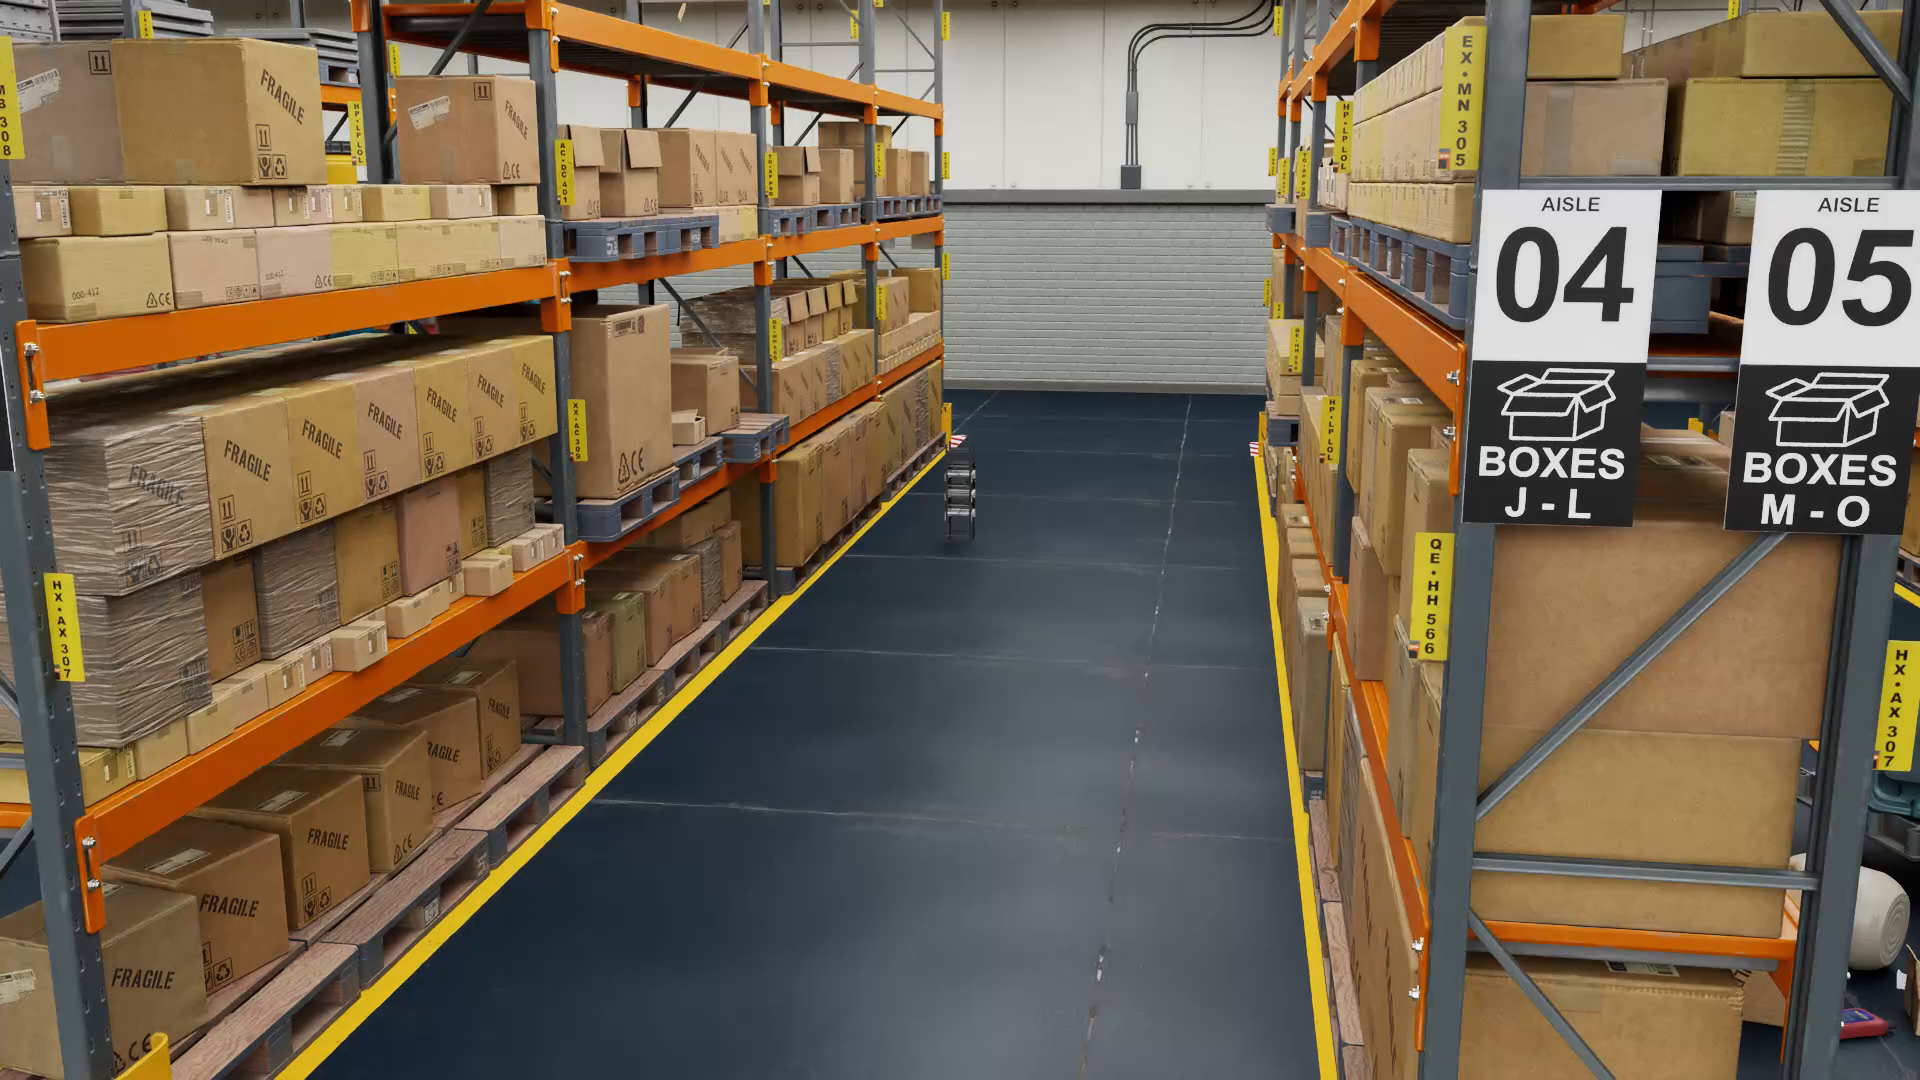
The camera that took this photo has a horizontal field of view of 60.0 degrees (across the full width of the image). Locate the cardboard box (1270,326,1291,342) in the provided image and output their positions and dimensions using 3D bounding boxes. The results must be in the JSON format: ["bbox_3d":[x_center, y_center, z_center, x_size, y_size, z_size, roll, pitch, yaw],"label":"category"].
[{"bbox_3d":[2.927,-1.796,14.652,0.380,0.149,0.250,2,12,8],"label":"cardboard box"}]

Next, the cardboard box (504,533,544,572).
[{"bbox_3d":[-2.344,0.059,8.453,0.380,0.149,0.250,2,12,9],"label":"cardboard box"}]

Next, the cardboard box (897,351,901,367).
[{"bbox_3d":[-0.830,-1.928,17.670,0.380,0.149,0.250,2,12,7],"label":"cardboard box"}]

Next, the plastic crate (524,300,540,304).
[{"bbox_3d":[-5.469,-2.799,20.892,0.616,0.435,0.499,2,12,9],"label":"plastic crate"}]

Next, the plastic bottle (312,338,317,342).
[{"bbox_3d":[-6.598,-1.900,17.065,0.144,0.351,0.185,2,12,9],"label":"plastic bottle"}]

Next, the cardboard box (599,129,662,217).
[{"bbox_3d":[-2.239,-2.183,9.896,0.797,0.503,0.637,2,12,11],"label":"cardboard box"}]

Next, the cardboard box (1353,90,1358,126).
[{"bbox_3d":[1.940,-1.911,7.346,0.380,0.149,0.250,2,12,9],"label":"cardboard box"}]

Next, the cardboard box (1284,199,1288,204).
[{"bbox_3d":[3.371,-3.157,16.017,0.500,0.250,0.500,2,12,10],"label":"cardboard box"}]

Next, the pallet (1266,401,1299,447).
[{"bbox_3d":[2.951,-0.879,12.663,1.213,0.211,1.003,2,12,9],"label":"pallet"}]

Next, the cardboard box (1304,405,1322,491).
[{"bbox_3d":[2.458,-0.574,10.556,0.500,0.500,0.500,2,12,9],"label":"cardboard box"}]

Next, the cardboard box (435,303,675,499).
[{"bbox_3d":[-2.293,-0.829,9.557,1.000,1.000,1.000,2,12,9],"label":"cardboard box"}]

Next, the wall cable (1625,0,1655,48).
[{"bbox_3d":[9.680,-6.473,23.924,0.463,3.000,0.029,2,12,9],"label":"wall cable"}]

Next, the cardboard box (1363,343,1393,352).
[{"bbox_3d":[2.558,-0.842,9.425,0.700,0.500,0.500,2,12,9],"label":"cardboard box"}]

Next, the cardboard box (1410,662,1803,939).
[{"bbox_3d":[1.729,0.693,4.560,0.875,0.550,0.550,2,12,9],"label":"cardboard box"}]

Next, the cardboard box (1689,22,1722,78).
[{"bbox_3d":[2.122,-1.254,4.299,0.380,0.149,0.250,2,12,9],"label":"cardboard box"}]

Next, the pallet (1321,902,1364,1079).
[{"bbox_3d":[1.952,1.786,6.464,1.003,0.211,1.213,2,12,9],"label":"pallet"}]

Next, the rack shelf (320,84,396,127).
[{"bbox_3d":[-6.525,-3.965,14.944,1.077,0.370,4.000,2,12,9],"label":"rack shelf"}]

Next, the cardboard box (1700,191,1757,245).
[{"bbox_3d":[2.086,-0.814,4.150,0.380,0.149,0.250,2,12,9],"label":"cardboard box"}]

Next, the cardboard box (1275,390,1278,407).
[{"bbox_3d":[2.609,-1.072,12.706,0.380,0.149,0.250,2,12,8],"label":"cardboard box"}]

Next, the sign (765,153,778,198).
[{"bbox_3d":[-1.403,-2.704,12.328,0.100,0.325,0.005,2,12,9],"label":"sign"}]

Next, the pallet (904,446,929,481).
[{"bbox_3d":[-0.944,-0.882,18.844,1.003,0.211,1.213,2,12,9],"label":"pallet"}]

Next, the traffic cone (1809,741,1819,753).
[{"bbox_3d":[5.102,0.995,9.534,0.336,0.463,0.334,2,12,9],"label":"traffic cone"}]

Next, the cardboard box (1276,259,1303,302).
[{"bbox_3d":[3.441,-2.551,16.650,0.500,0.500,0.500,1,12,7],"label":"cardboard box"}]

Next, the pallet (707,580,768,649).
[{"bbox_3d":[-2.060,0.523,12.321,1.003,0.211,1.213,2,12,9],"label":"pallet"}]

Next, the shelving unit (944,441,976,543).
[{"bbox_3d":[0.001,-0.442,15.163,0.258,0.900,0.210,2,12,9],"label":"shelving unit"}]

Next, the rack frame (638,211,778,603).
[{"bbox_3d":[-1.938,-1.003,12.782,1.000,3.000,0.127,2,12,9],"label":"rack frame"}]

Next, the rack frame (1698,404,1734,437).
[{"bbox_3d":[9.084,-2.347,19.019,1.000,3.000,0.127,2,12,9],"label":"rack frame"}]

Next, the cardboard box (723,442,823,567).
[{"bbox_3d":[-1.812,-0.312,13.625,1.225,0.875,0.875,1,12,6],"label":"cardboard box"}]

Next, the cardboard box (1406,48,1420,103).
[{"bbox_3d":[1.590,-1.435,5.139,0.380,0.149,0.250,2,12,9],"label":"cardboard box"}]

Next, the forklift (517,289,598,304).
[{"bbox_3d":[-3.782,-1.294,14.298,1.130,2.935,3.031,3,13,14],"label":"forklift"}]

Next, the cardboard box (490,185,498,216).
[{"bbox_3d":[-2.449,-1.628,7.974,0.380,0.149,0.250,2,12,9],"label":"cardboard box"}]

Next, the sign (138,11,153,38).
[{"bbox_3d":[-6.288,-3.922,12.852,0.100,0.325,0.005,2,12,9],"label":"sign"}]

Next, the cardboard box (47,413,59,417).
[{"bbox_3d":[-3.328,-0.143,5.476,0.500,0.500,0.500,2,12,9],"label":"cardboard box"}]

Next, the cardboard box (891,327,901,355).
[{"bbox_3d":[-0.911,-2.100,17.524,0.500,0.250,0.500,2,12,8],"label":"cardboard box"}]

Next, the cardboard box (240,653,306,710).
[{"bbox_3d":[-2.715,0.527,6.283,0.380,0.149,0.250,2,12,9],"label":"cardboard box"}]

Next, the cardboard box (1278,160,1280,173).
[{"bbox_3d":[3.694,-4.101,18.263,0.380,0.149,0.250,2,12,9],"label":"cardboard box"}]

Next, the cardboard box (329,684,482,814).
[{"bbox_3d":[-2.735,1.048,8.202,0.500,0.500,0.500,6,14,27],"label":"cardboard box"}]

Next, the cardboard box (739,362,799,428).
[{"bbox_3d":[-1.595,-1.144,13.200,0.500,0.500,0.500,2,12,10],"label":"cardboard box"}]

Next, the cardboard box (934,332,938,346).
[{"bbox_3d":[-0.476,-2.406,19.891,0.380,0.149,0.250,2,12,9],"label":"cardboard box"}]

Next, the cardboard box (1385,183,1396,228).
[{"bbox_3d":[1.668,-1.151,5.712,0.380,0.149,0.250,2,12,9],"label":"cardboard box"}]

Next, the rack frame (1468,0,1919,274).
[{"bbox_3d":[1.717,-2.088,3.579,1.000,3.000,0.127,2,12,9],"label":"rack frame"}]

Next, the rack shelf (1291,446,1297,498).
[{"bbox_3d":[3.255,-0.885,13.946,1.077,0.370,4.000,2,12,9],"label":"rack shelf"}]

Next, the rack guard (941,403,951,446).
[{"bbox_3d":[-0.704,-1.451,20.796,1.175,0.500,0.348,2,12,9],"label":"rack guard"}]

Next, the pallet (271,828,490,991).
[{"bbox_3d":[-2.807,1.589,7.376,1.003,0.211,1.213,2,12,9],"label":"pallet"}]

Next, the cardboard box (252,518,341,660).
[{"bbox_3d":[-2.979,0.144,6.517,0.875,0.500,0.500,2,12,9],"label":"cardboard box"}]

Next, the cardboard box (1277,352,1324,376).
[{"bbox_3d":[2.569,-1.311,12.400,0.380,0.149,0.250,1,12,6],"label":"cardboard box"}]

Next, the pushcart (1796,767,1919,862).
[{"bbox_3d":[4.978,1.370,7.999,1.648,0.377,0.936,-2,12,-11],"label":"pushcart"}]

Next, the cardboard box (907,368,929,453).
[{"bbox_3d":[-0.867,-1.509,19.180,0.875,0.875,0.875,2,12,9],"label":"cardboard box"}]

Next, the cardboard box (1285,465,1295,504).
[{"bbox_3d":[2.860,-0.427,13.268,0.500,0.250,0.500,2,12,9],"label":"cardboard box"}]

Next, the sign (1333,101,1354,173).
[{"bbox_3d":[1.794,-1.877,7.743,0.100,0.325,0.005,2,12,9],"label":"sign"}]

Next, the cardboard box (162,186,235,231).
[{"bbox_3d":[-2.733,-1.137,5.694,0.380,0.149,0.250,2,12,11],"label":"cardboard box"}]

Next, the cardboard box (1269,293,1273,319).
[{"bbox_3d":[3.835,-2.596,19.232,0.500,0.500,0.500,2,12,11],"label":"cardboard box"}]

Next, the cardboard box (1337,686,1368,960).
[{"bbox_3d":[2.031,1.162,6.786,0.875,0.875,0.875,2,12,9],"label":"cardboard box"}]

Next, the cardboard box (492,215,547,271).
[{"bbox_3d":[-2.366,-1.460,8.138,0.500,0.250,0.500,2,12,11],"label":"cardboard box"}]

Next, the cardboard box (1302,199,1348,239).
[{"bbox_3d":[2.784,-2.463,12.202,0.500,0.500,0.500,2,12,9],"label":"cardboard box"}]

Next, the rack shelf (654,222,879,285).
[{"bbox_3d":[-1.631,-2.534,14.473,1.077,0.370,4.000,2,12,9],"label":"rack shelf"}]
